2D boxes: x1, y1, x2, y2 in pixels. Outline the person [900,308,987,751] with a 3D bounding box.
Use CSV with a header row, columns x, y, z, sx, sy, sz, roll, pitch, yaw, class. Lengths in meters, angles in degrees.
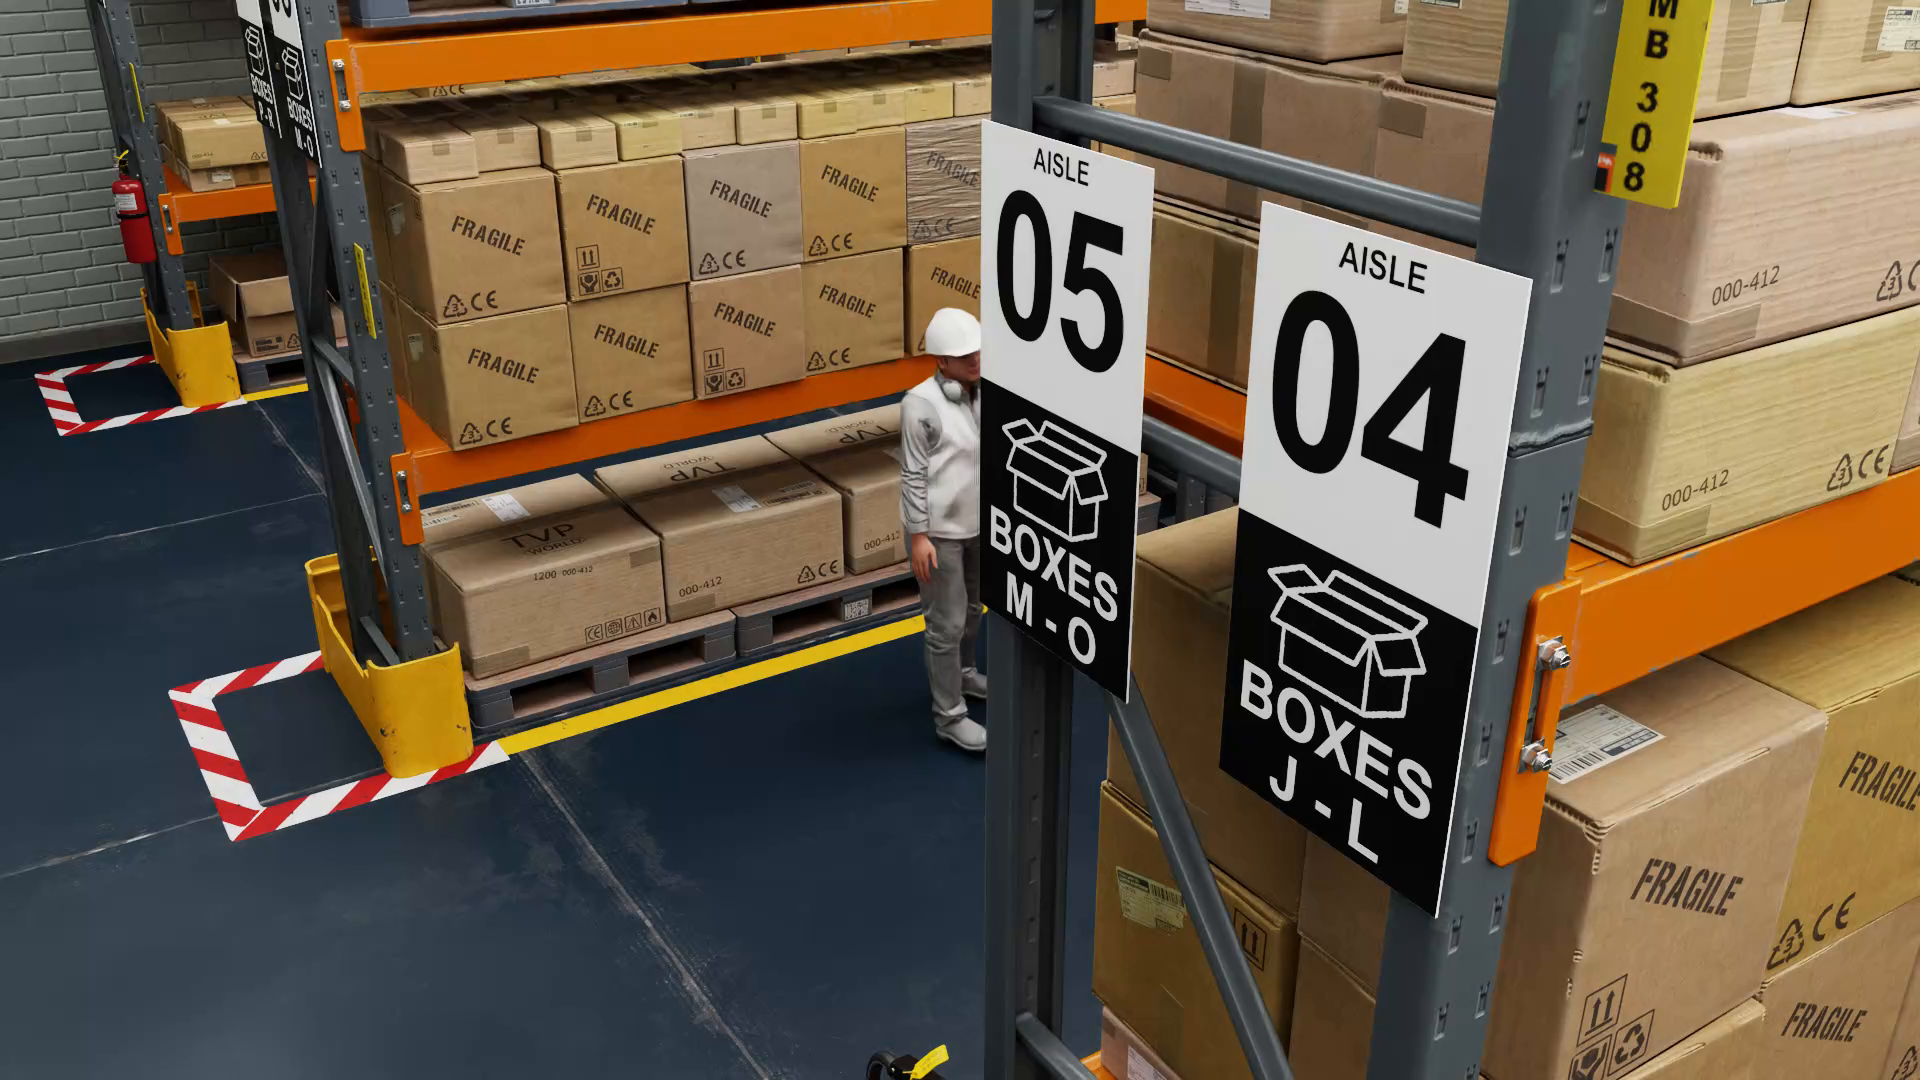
x,y,z,sx,sy,sz,roll,pitch,yaw,class
0.034,-0.049,6.623,0.553,1.775,0.613,21,32,38,person
